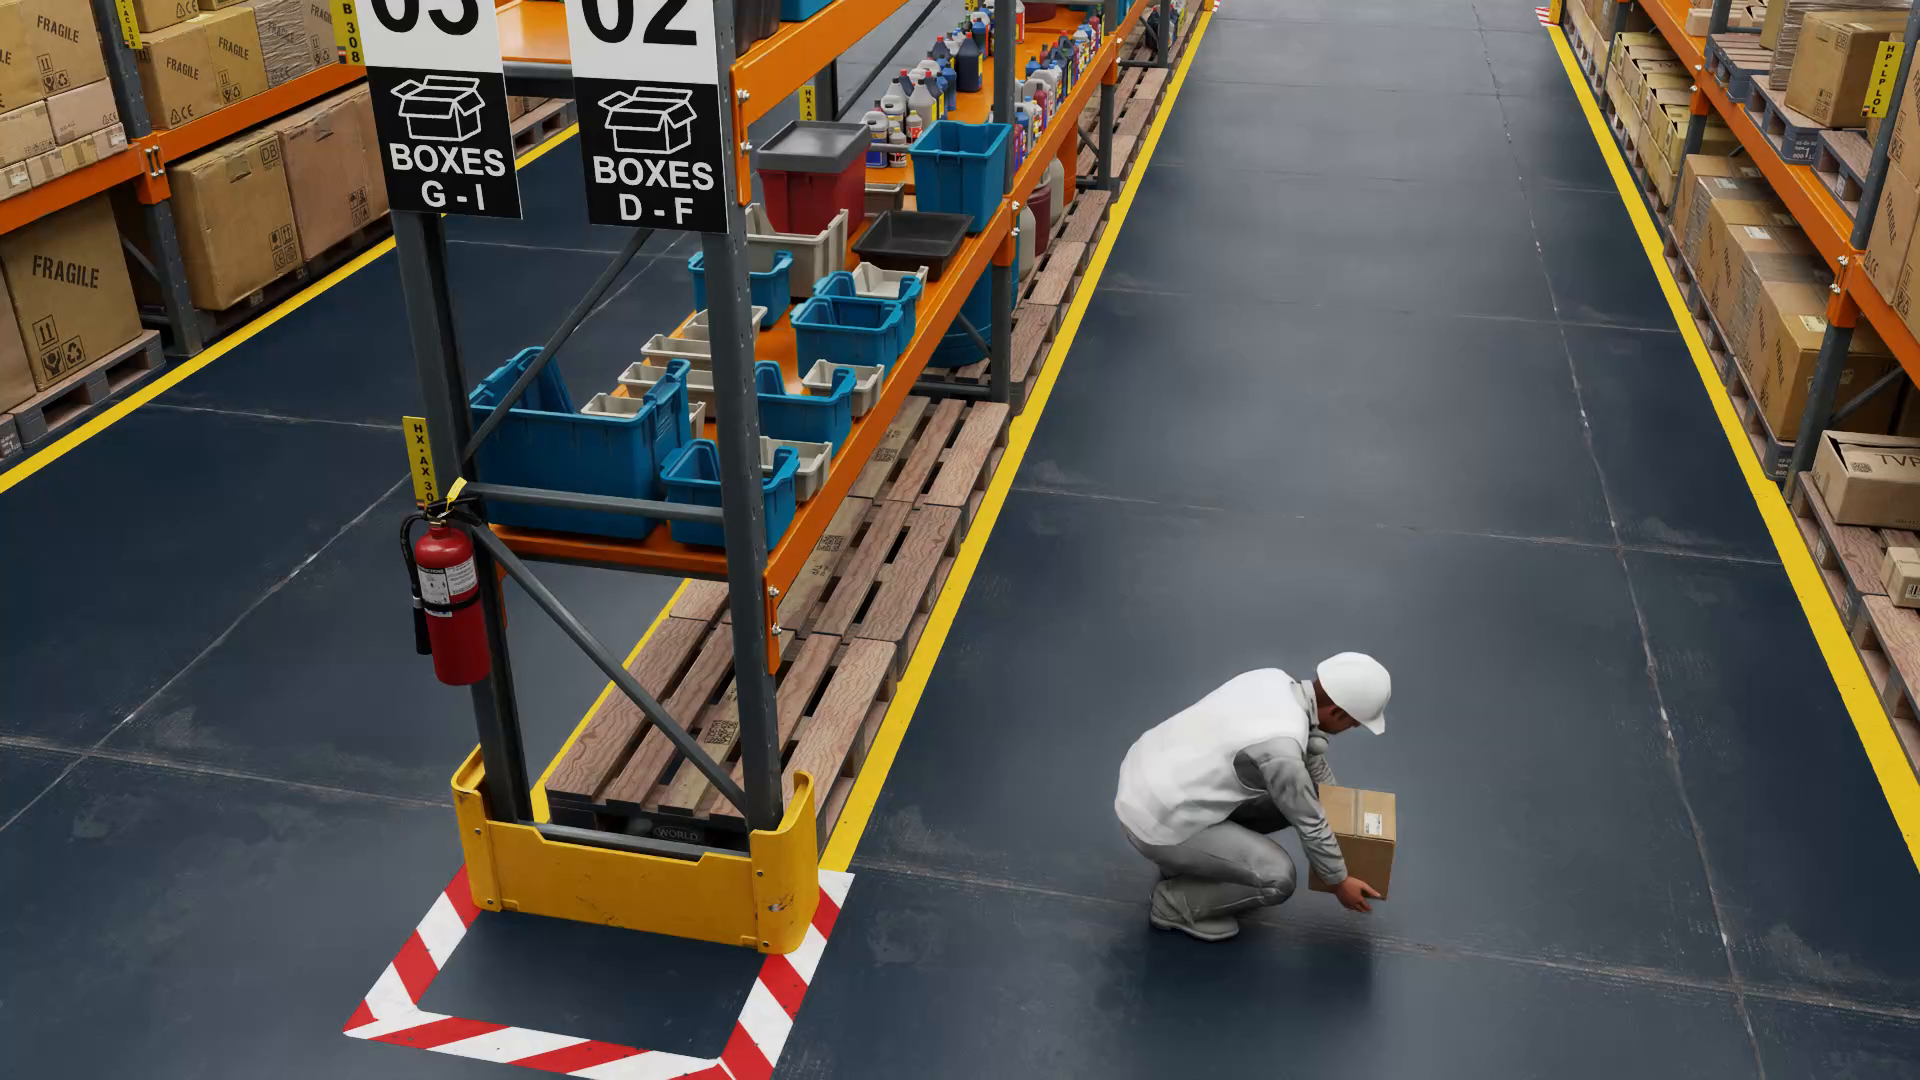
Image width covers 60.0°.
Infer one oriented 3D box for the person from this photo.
[{"bbox_3d":[0.957,0.803,5.441,0.881,1.011,0.525,5,29,10],"label":"person"}]
